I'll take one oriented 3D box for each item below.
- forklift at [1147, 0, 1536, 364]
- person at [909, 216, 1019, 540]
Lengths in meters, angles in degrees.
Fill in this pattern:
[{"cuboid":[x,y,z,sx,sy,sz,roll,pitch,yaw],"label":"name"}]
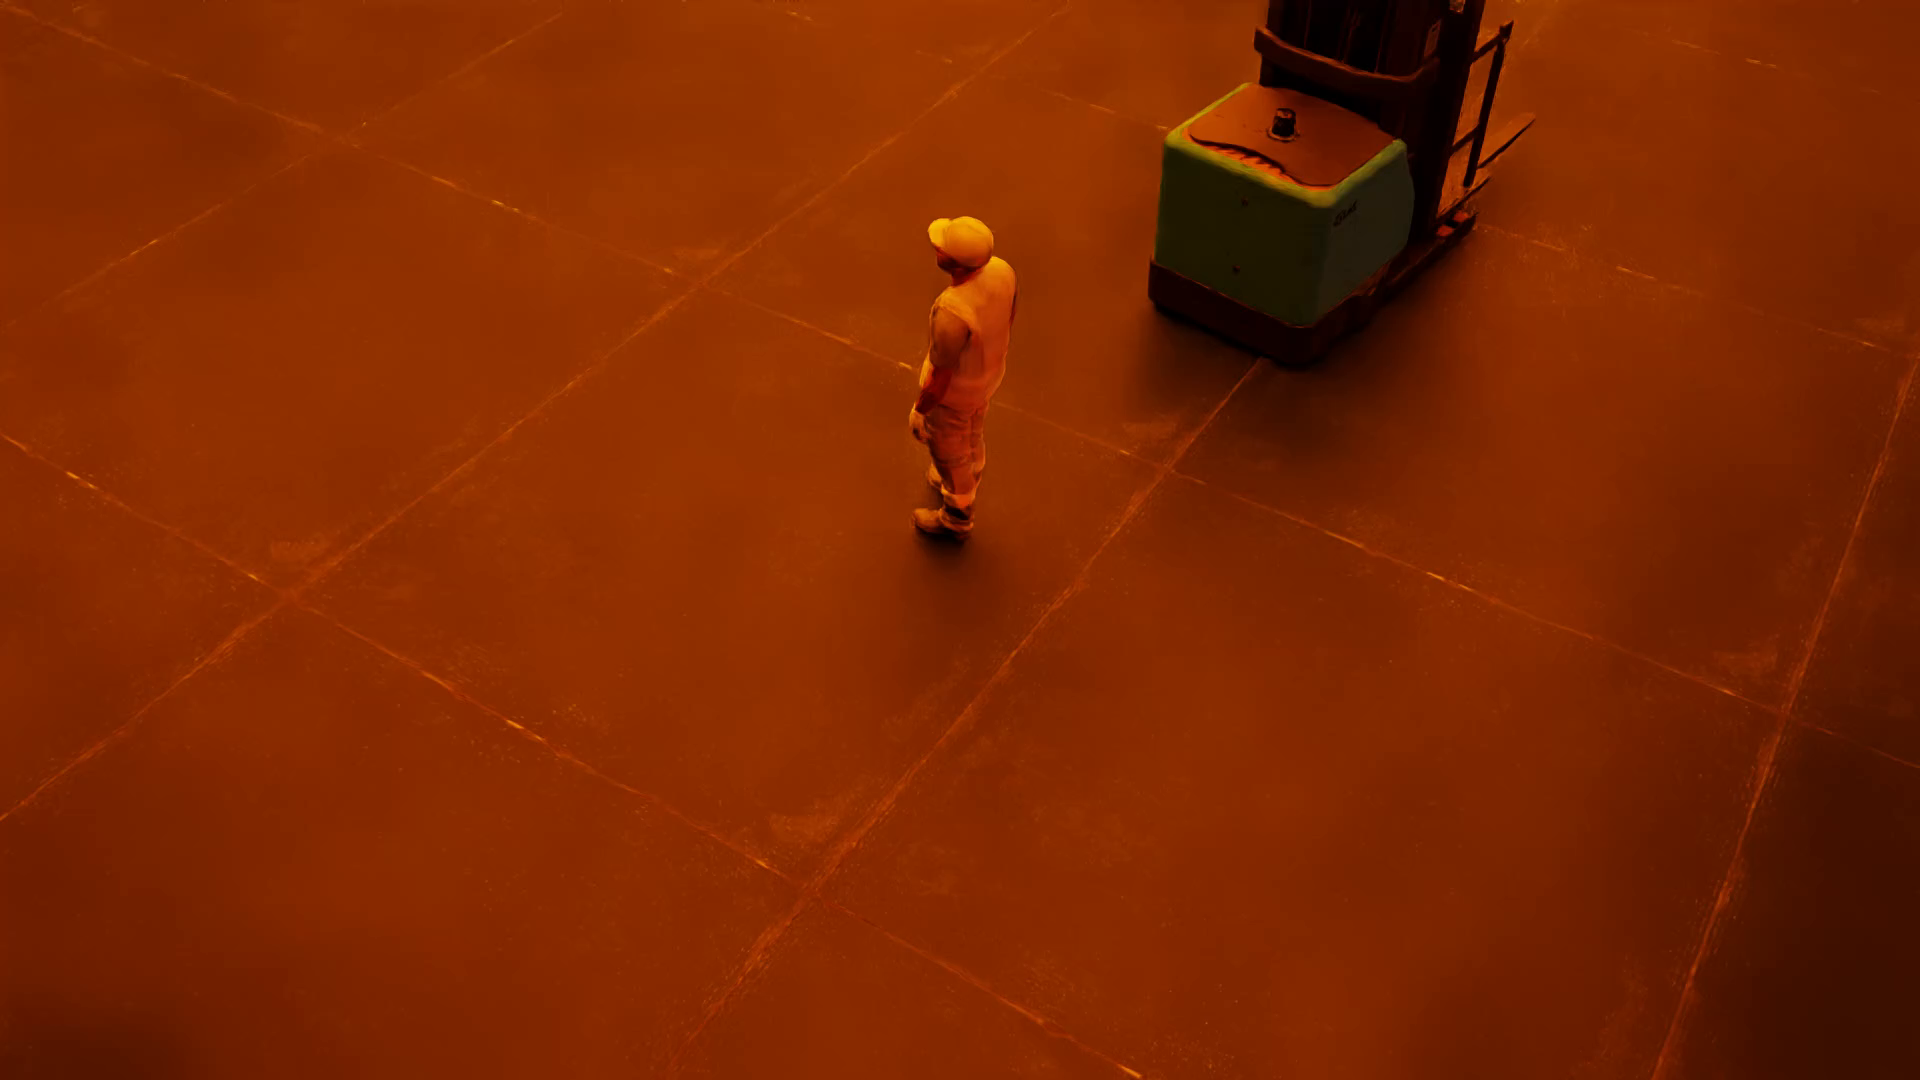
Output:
[{"cuboid":[2.394,-2.944,8.953,1.130,2.935,3.031,31,51,28],"label":"forklift"},{"cuboid":[-0.062,-0.719,7.369,0.563,1.787,0.637,24,48,23],"label":"person"}]
